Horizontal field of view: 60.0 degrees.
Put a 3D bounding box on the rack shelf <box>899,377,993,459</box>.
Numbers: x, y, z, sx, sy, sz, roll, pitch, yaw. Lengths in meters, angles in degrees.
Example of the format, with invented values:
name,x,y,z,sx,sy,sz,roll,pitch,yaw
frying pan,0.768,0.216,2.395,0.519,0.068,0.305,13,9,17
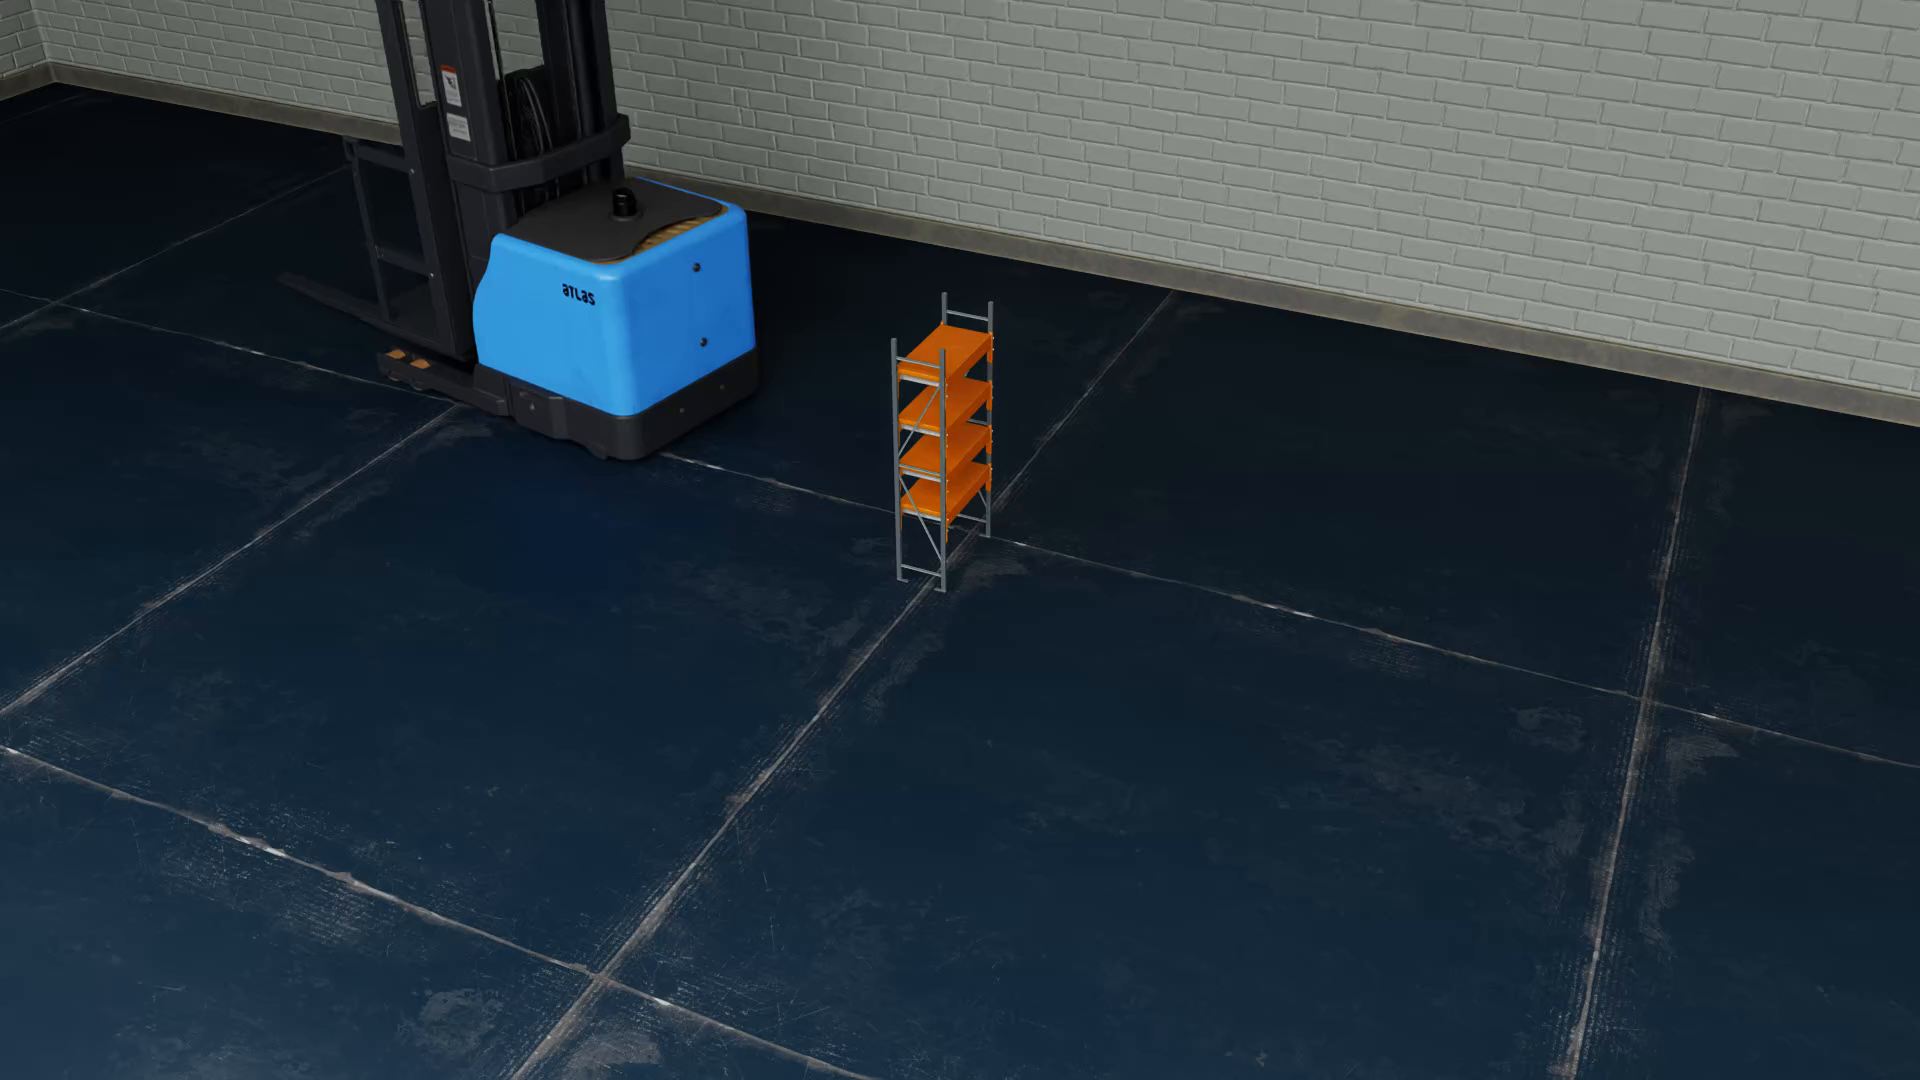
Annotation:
name,x,y,z,sx,sy,sz,roll,pitch,yaw
rack shelf,-0.069,-0.550,7.210,0.258,0.148,0.480,14,36,20

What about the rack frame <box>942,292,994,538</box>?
name,x,y,z,sx,sy,sz,roll,pitch,yaw
rack frame,0.033,-0.541,7.481,0.240,1.200,0.015,14,36,20

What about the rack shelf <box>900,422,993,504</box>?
name,x,y,z,sx,sy,sz,roll,pitch,yaw
rack shelf,-0.069,-0.363,7.332,0.258,0.148,0.480,14,36,20

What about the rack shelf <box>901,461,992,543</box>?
name,x,y,z,sx,sy,sz,roll,pitch,yaw
rack shelf,-0.069,-0.197,7.441,0.258,0.148,0.480,14,36,20

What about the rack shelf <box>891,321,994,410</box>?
name,x,y,z,sx,sy,sz,roll,pitch,yaw
rack shelf,-0.069,-0.748,7.080,0.258,0.148,0.480,14,36,20

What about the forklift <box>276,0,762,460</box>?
name,x,y,z,sx,sy,sz,roll,pitch,yaw
forklift,-2.556,-2.248,8.505,3.031,2.935,1.130,21,39,29

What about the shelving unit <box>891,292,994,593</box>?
name,x,y,z,sx,sy,sz,roll,pitch,yaw
shelving unit,-0.069,-0.419,7.295,0.258,1.200,0.503,14,36,20

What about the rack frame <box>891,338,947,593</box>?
name,x,y,z,sx,sy,sz,roll,pitch,yaw
rack frame,-0.171,-0.298,7.110,0.240,1.200,0.015,14,36,20
